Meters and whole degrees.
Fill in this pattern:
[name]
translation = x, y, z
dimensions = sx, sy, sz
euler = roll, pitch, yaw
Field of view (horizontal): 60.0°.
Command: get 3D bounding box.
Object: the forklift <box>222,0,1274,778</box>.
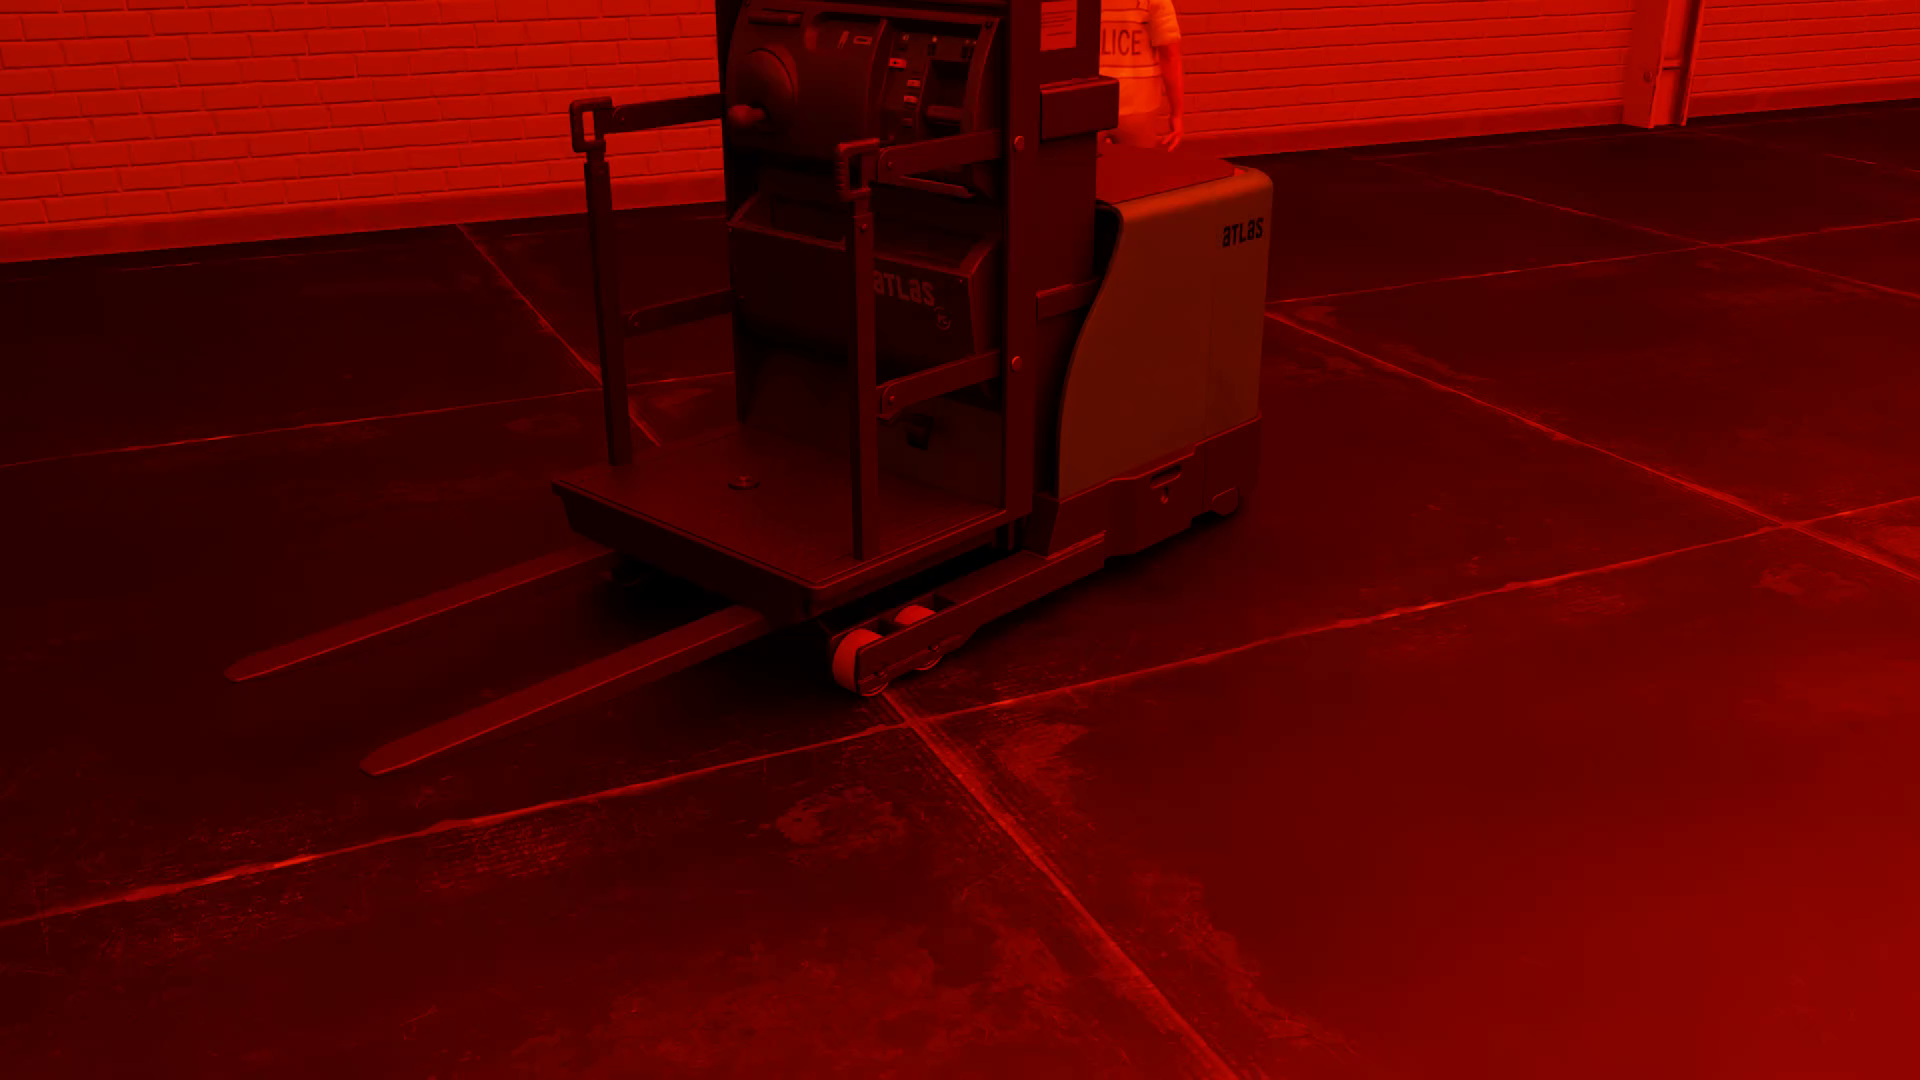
[forklift]
translation = -0.413, -1.182, 4.131
dimensions = 1.130, 2.935, 3.031
euler = 19, 29, 39

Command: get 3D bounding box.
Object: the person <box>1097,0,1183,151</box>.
[person]
translation = 0.683, -1.976, 7.614
dimensions = 0.699, 1.728, 0.477
euler = 4, 23, 10
